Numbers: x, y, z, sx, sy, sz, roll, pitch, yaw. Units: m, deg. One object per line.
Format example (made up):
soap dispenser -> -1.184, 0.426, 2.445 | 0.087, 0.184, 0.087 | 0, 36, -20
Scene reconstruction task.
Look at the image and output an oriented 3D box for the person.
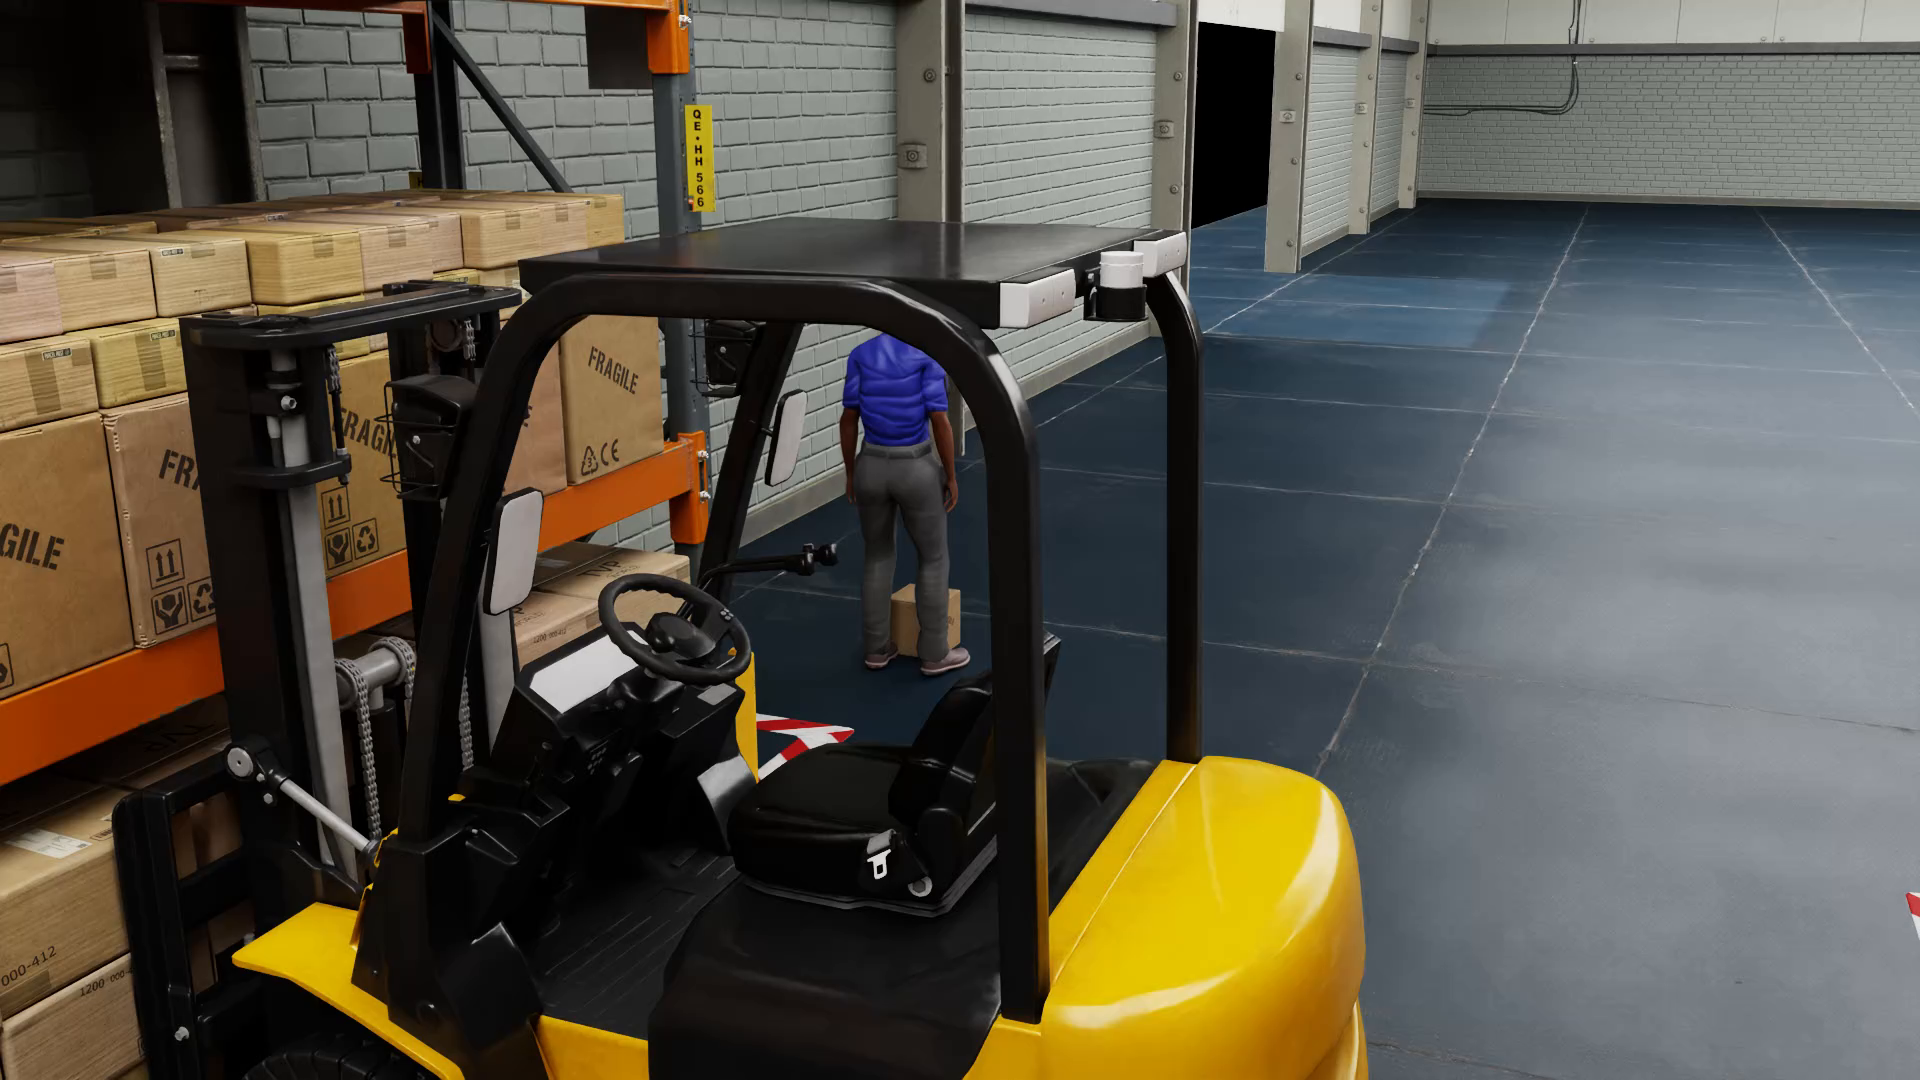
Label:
person -> -0.239, -0.256, 6.958 | 0.527, 1.653, 0.350 | 5, 16, 17
